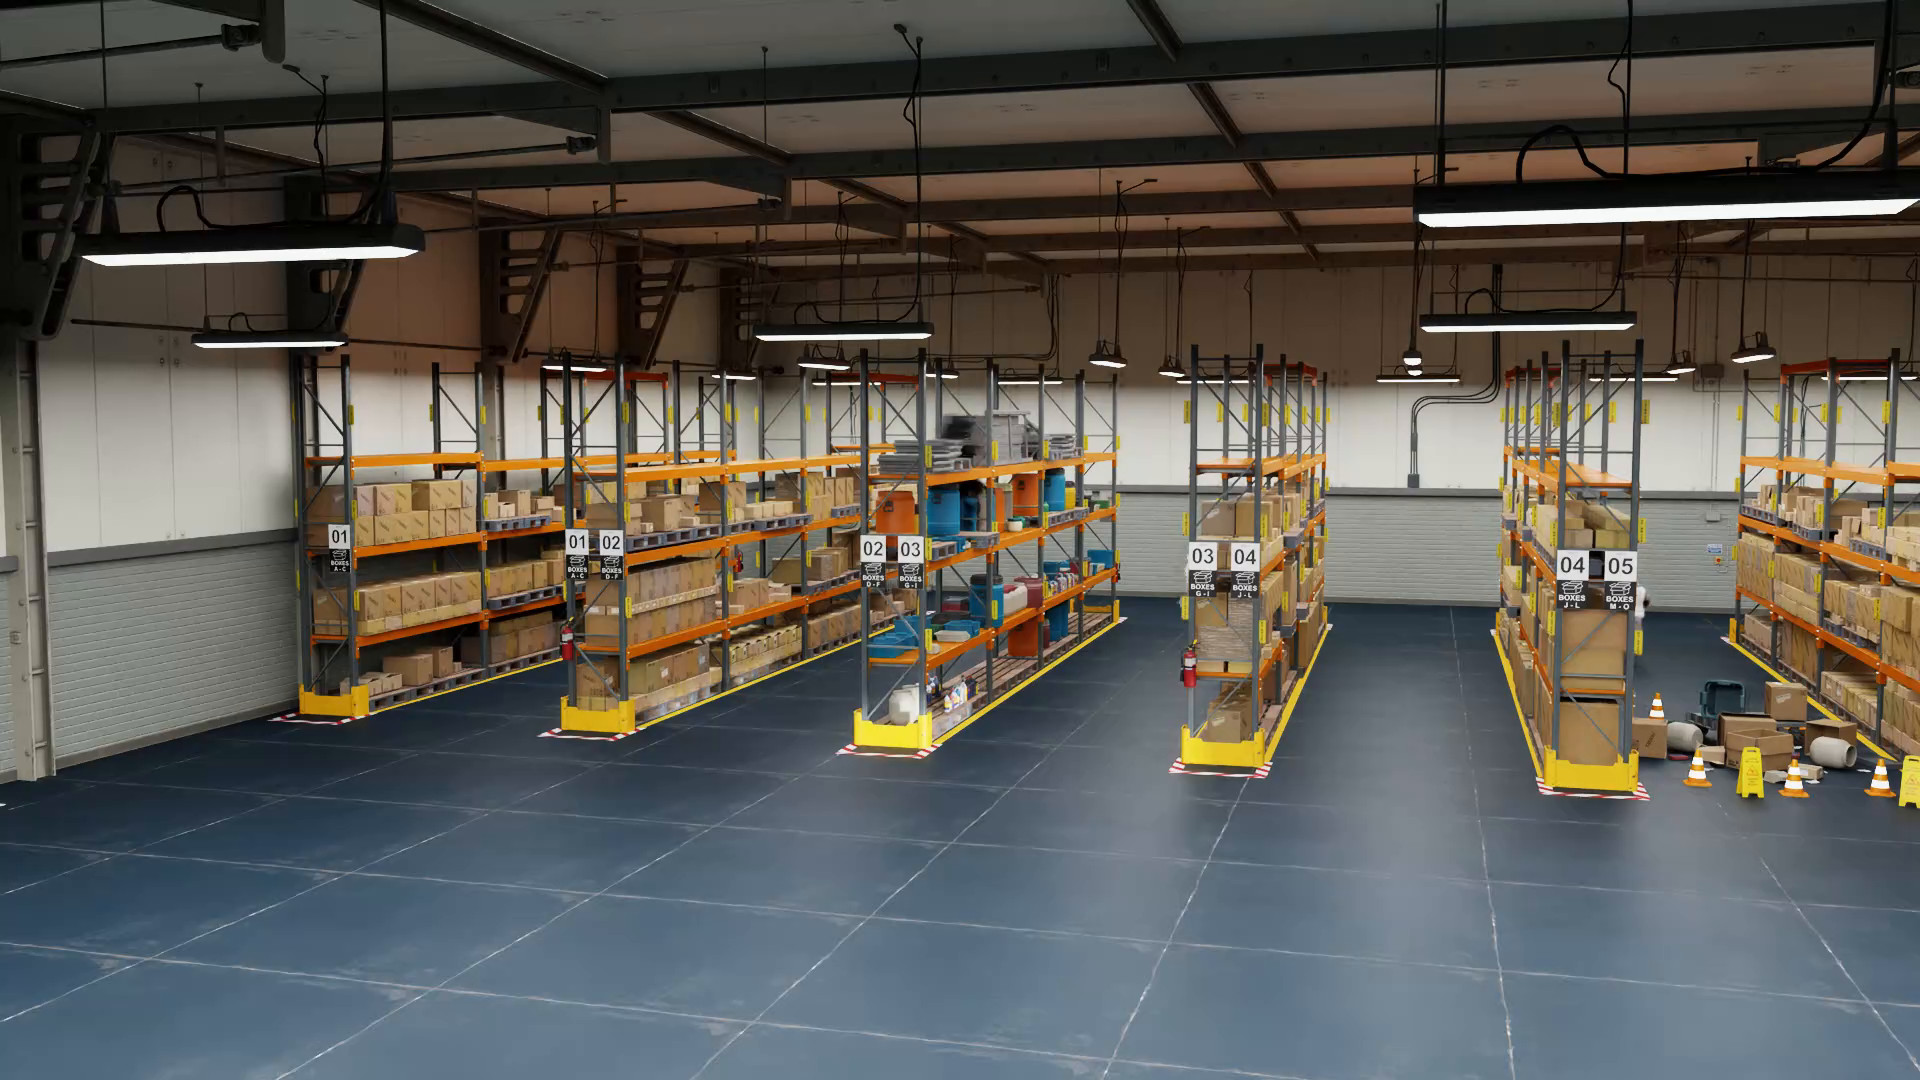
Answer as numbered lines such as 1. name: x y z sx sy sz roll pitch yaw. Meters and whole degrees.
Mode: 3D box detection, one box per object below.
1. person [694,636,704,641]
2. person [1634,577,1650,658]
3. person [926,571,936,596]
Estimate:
1. person: -5.803 1.421 36.545 0.591 1.718 0.695 0 4 5
2. person: 13.761 1.593 33.875 0.655 1.757 0.812 0 4 6
3. person: -0.951 1.018 42.818 0.614 1.577 0.598 1 5 19
